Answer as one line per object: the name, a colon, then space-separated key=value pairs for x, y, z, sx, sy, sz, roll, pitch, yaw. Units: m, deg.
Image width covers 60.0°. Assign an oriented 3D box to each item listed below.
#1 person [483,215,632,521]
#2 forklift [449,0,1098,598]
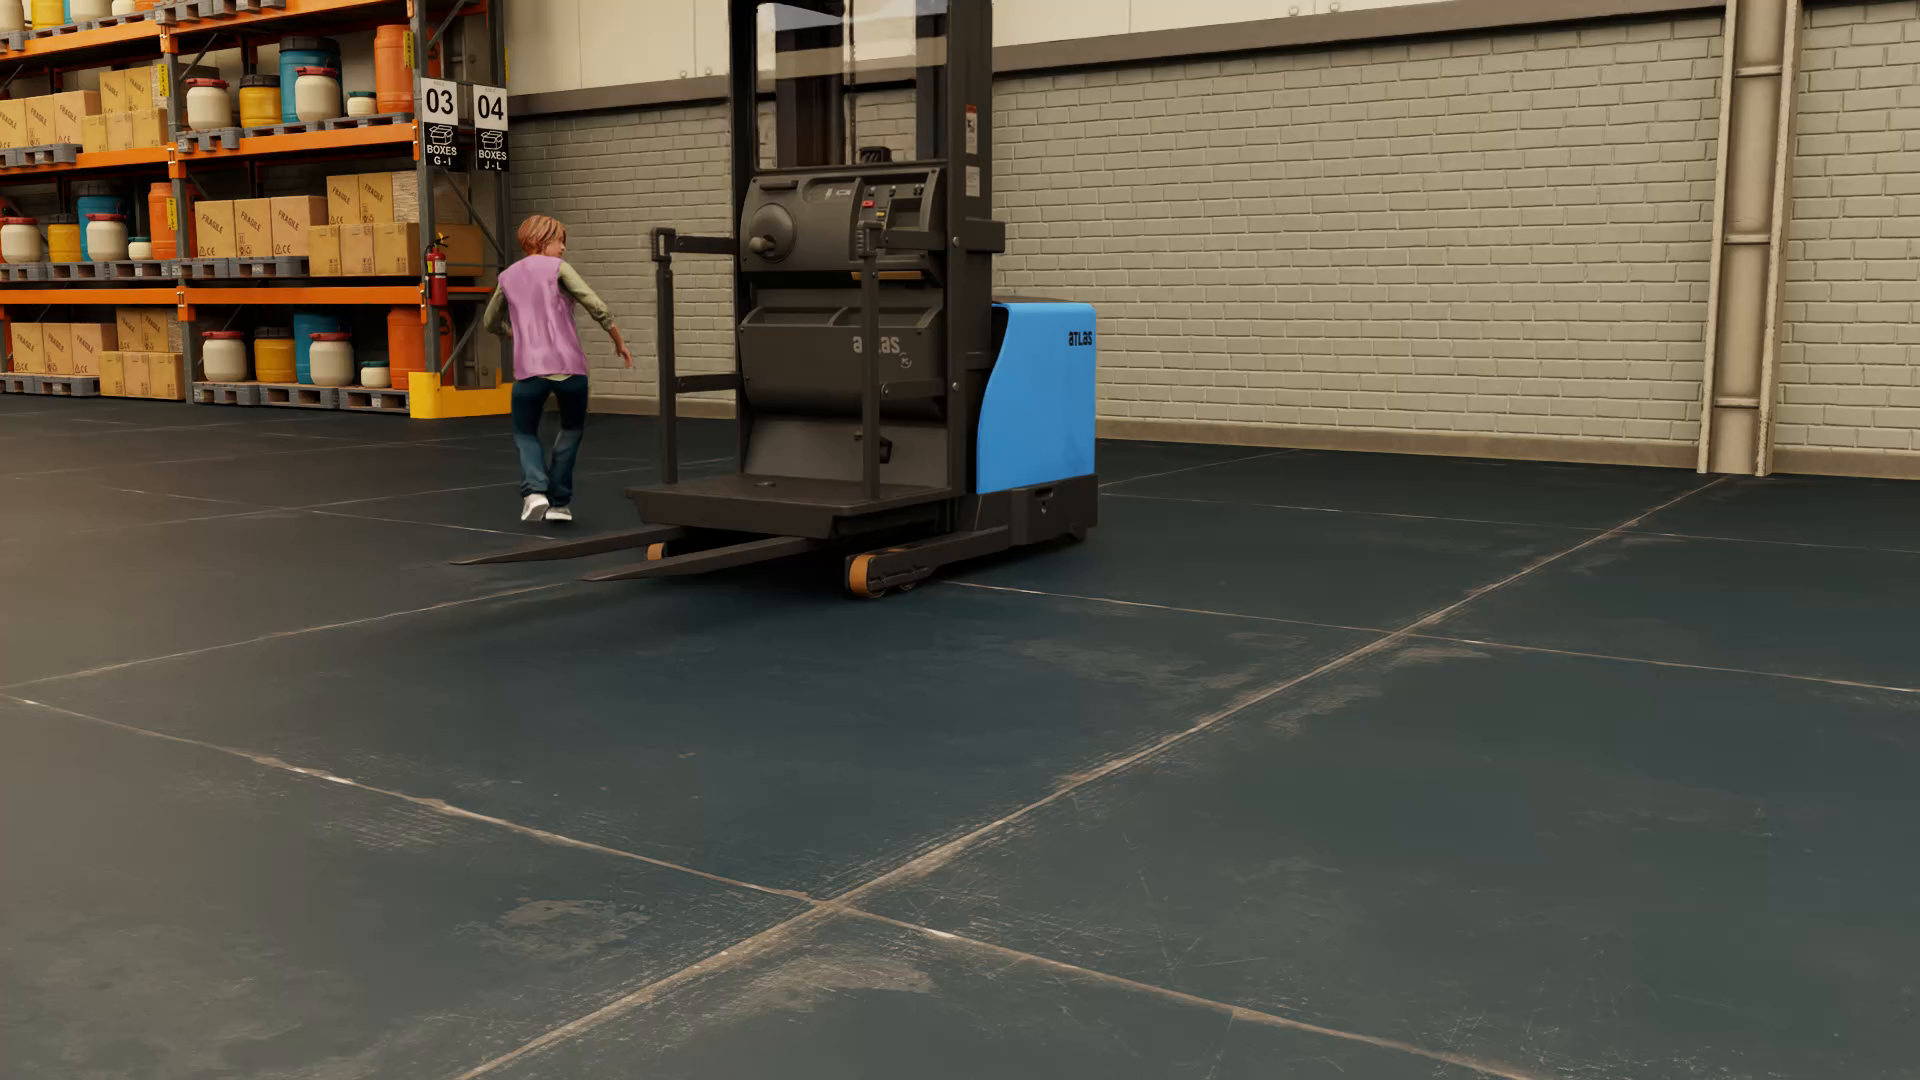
person: x=-1.966 y=-0.821 z=8.119 sx=0.711 sy=1.490 sz=0.706 roll=0 pitch=8 yaw=-3
forklift: x=-0.597 y=-1.311 z=6.415 sx=1.130 sy=2.935 sz=3.031 roll=5 pitch=10 yaw=32
